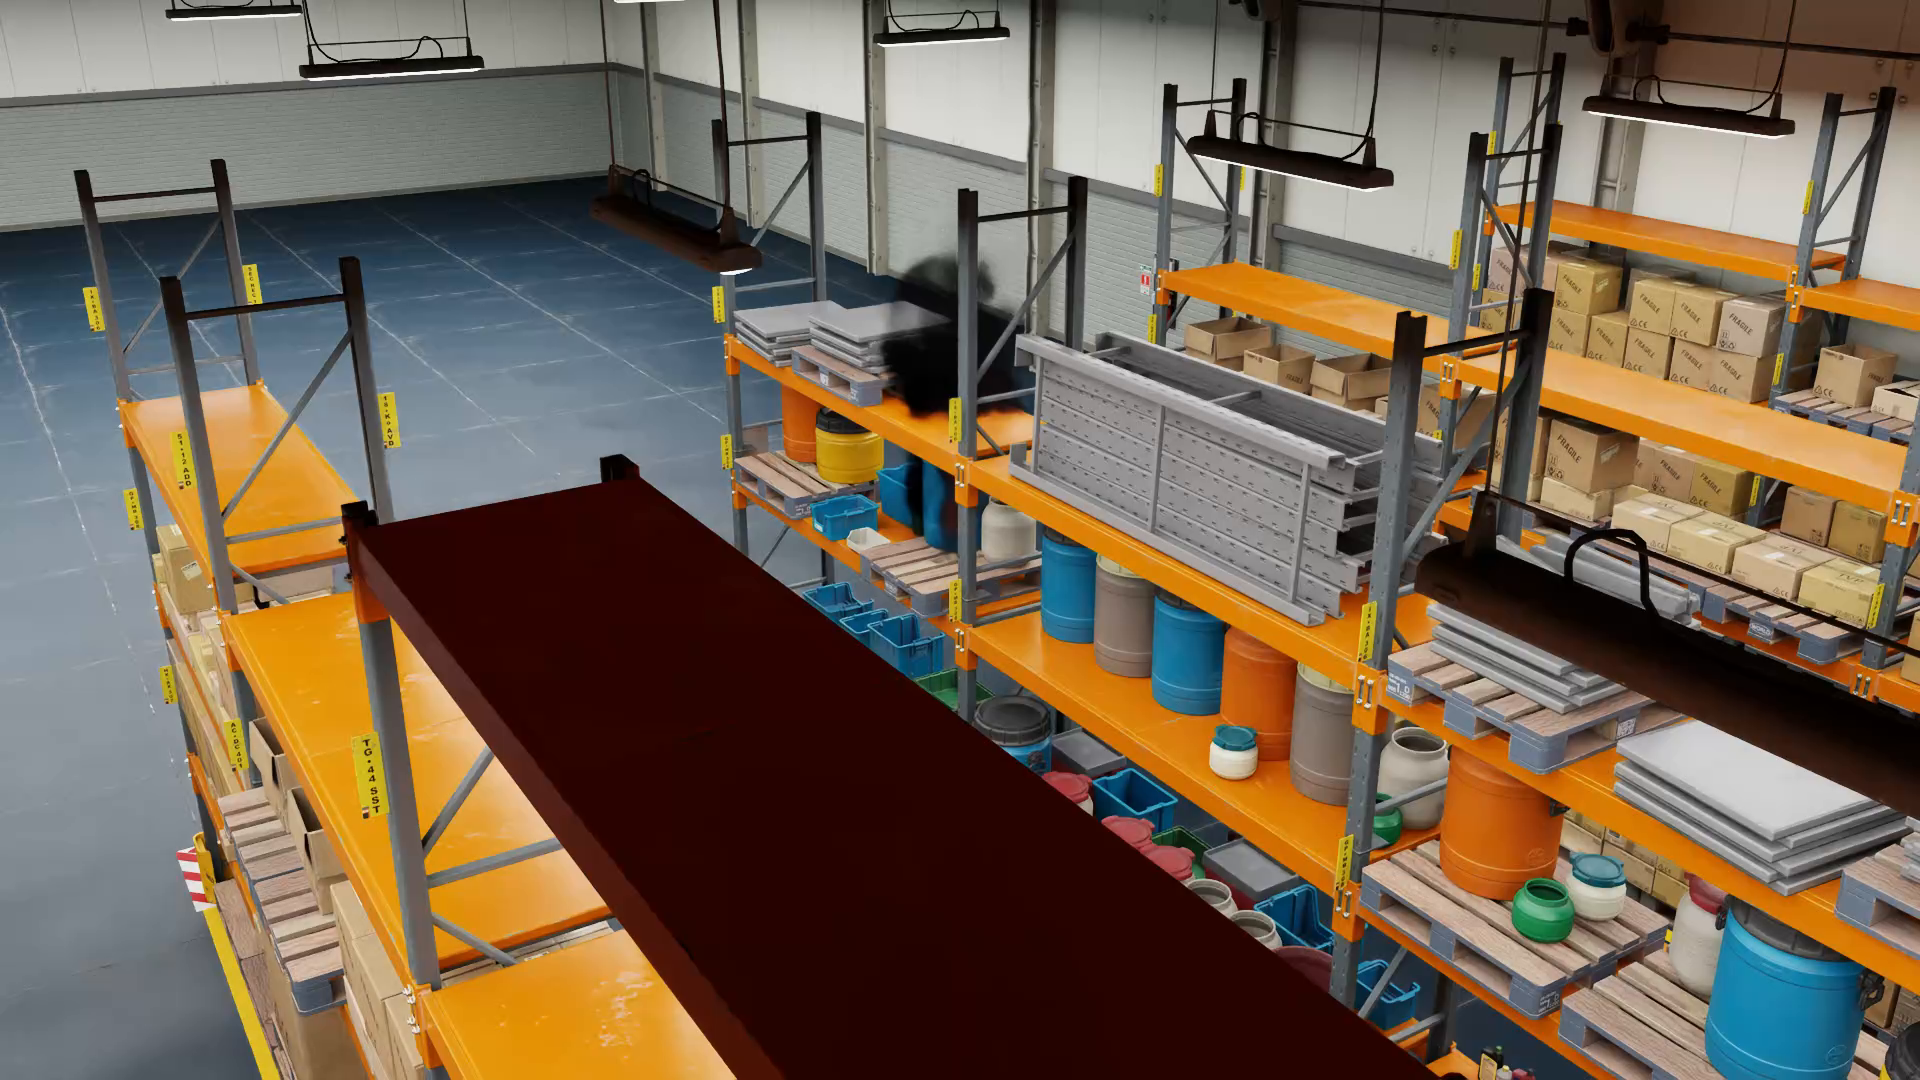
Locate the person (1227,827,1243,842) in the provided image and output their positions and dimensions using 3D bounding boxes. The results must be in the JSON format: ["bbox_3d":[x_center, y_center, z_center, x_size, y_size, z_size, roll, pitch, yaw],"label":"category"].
[{"bbox_3d":[2.406,2.167,12.931,0.712,1.728,0.653,-13,25,-29],"label":"person"}]
